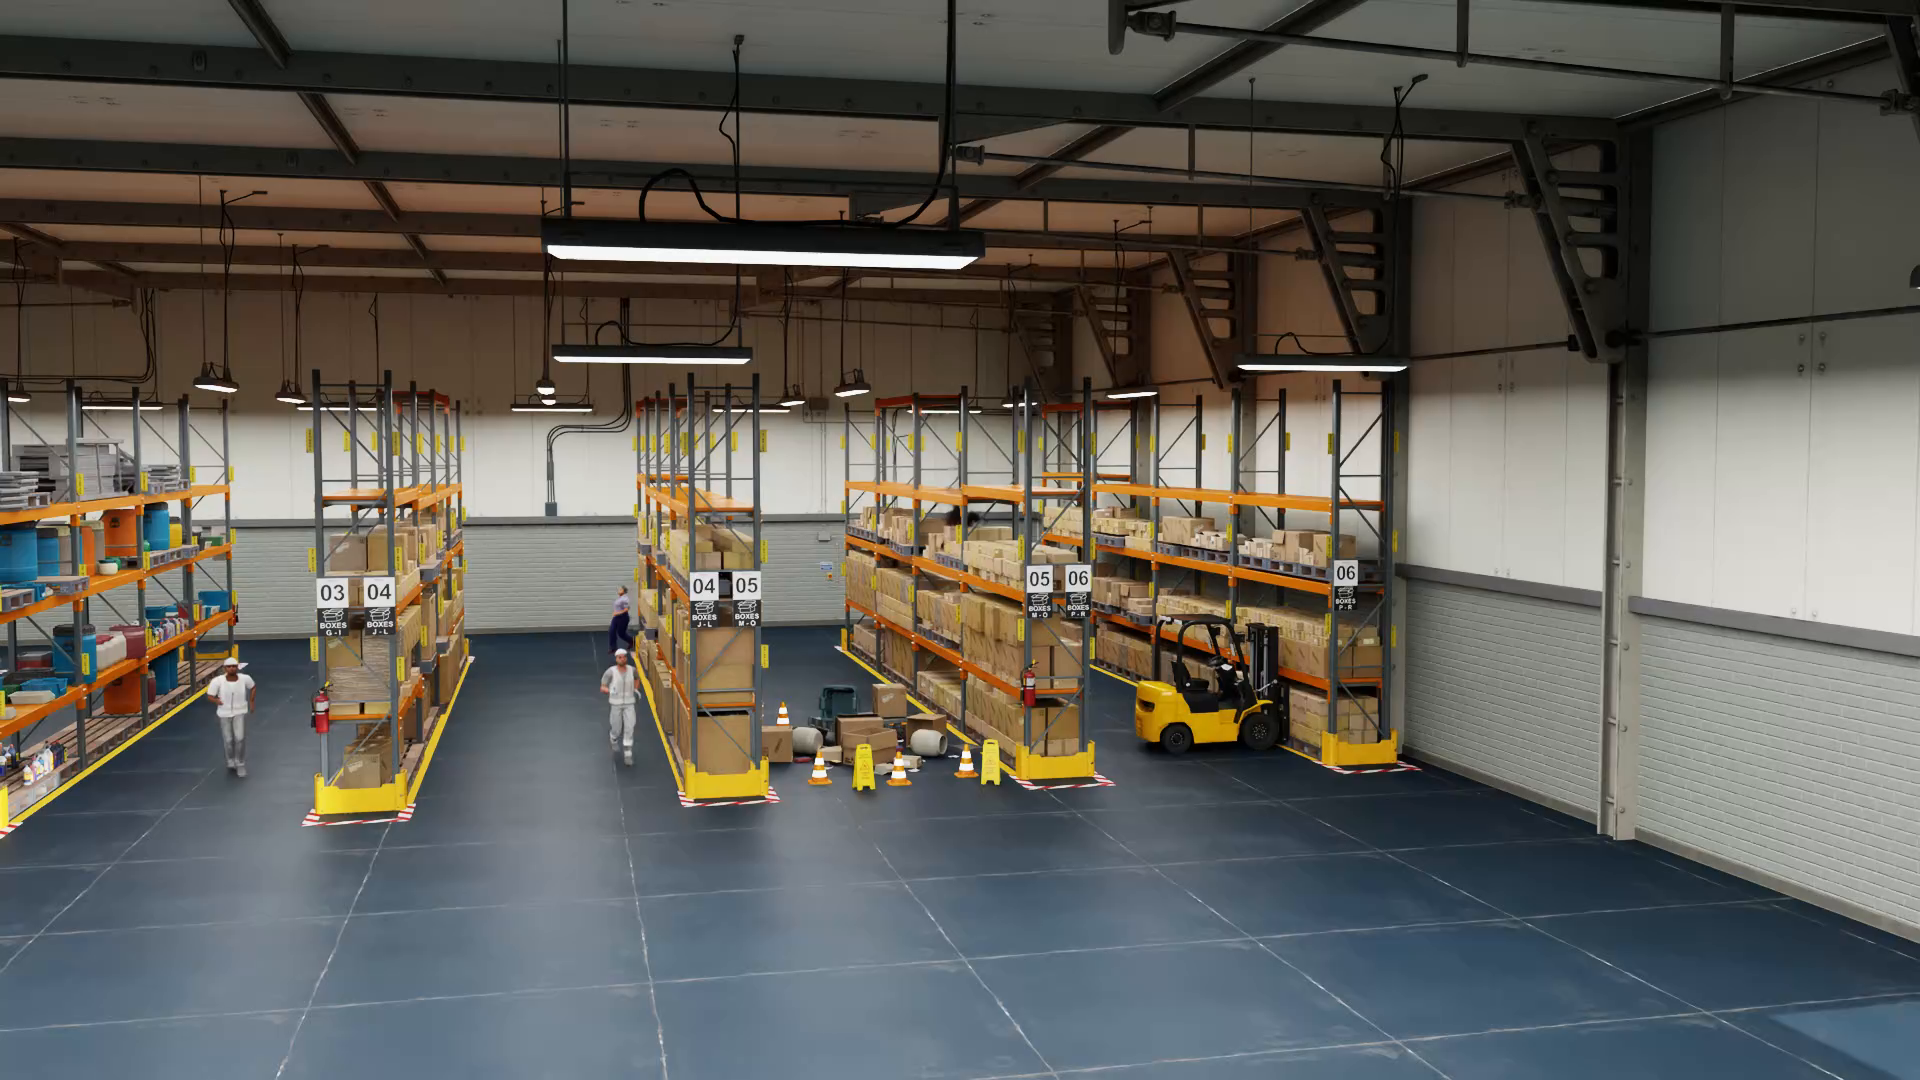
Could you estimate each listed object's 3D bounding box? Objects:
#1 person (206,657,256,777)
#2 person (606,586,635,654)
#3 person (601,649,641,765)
[{"bbox_3d":[-11.034,2.682,25.183,0.680,1.825,0.759,-1,4,-21],"label":"person"},{"bbox_3d":[-8.068,1.909,39.763,0.748,1.644,0.625,-3,4,-40],"label":"person"},{"bbox_3d":[-5.292,2.585,26.056,0.654,1.776,0.985,-1,4,-23],"label":"person"}]
